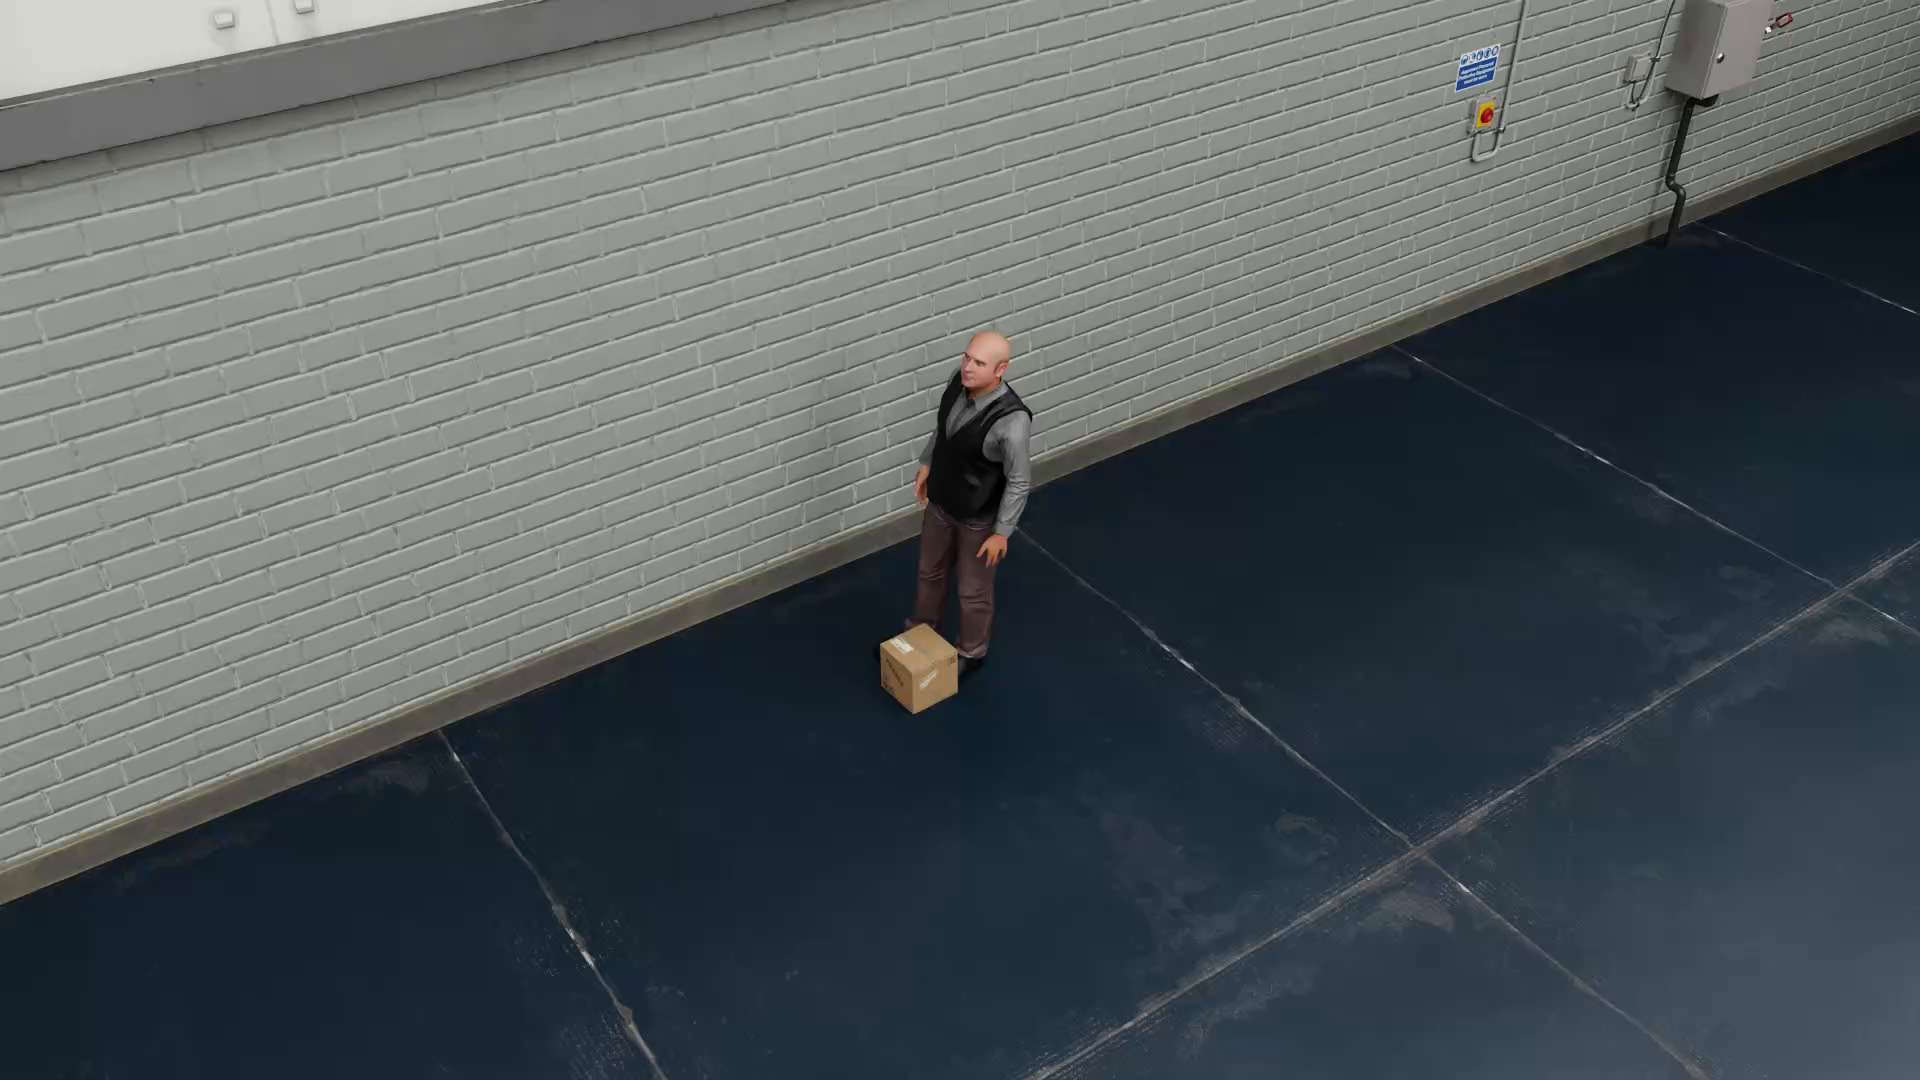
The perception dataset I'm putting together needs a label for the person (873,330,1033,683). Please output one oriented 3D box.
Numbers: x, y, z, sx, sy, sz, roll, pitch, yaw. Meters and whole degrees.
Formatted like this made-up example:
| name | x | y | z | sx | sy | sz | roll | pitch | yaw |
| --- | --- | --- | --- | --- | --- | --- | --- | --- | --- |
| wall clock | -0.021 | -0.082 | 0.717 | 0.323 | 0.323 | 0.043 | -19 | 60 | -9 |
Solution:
| name | x | y | z | sx | sy | sz | roll | pitch | yaw |
| --- | --- | --- | --- | --- | --- | --- | --- | --- | --- |
| person | -0.022 | -0.113 | 7.165 | 0.552 | 1.720 | 0.632 | -22 | 42 | -28 |
